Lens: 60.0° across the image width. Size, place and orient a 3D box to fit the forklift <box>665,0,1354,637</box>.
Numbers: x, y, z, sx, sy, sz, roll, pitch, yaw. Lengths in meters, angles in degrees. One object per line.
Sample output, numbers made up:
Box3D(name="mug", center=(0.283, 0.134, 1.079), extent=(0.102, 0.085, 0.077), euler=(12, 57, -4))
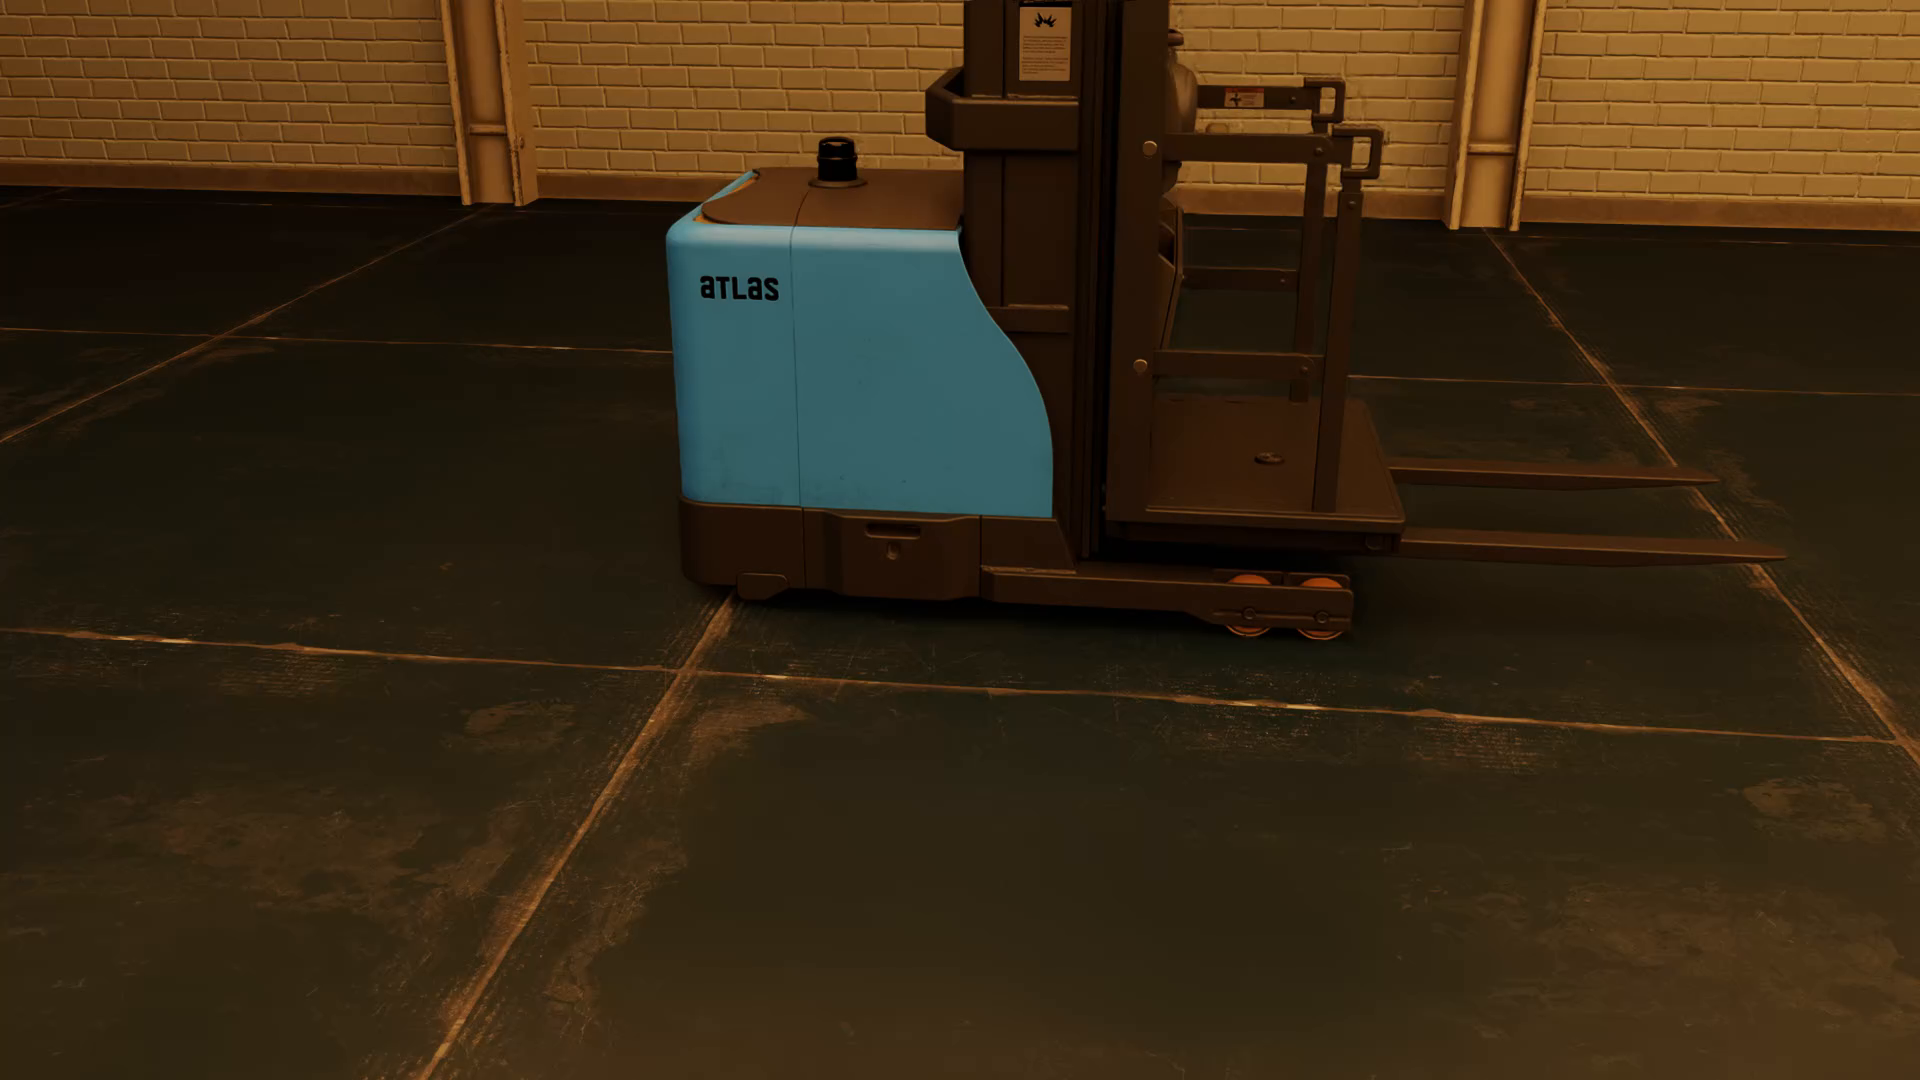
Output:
Box3D(name="forklift", center=(0.760, -1.298, 4.477), extent=(3.031, 2.935, 1.130), euler=(3, 22, 6))
